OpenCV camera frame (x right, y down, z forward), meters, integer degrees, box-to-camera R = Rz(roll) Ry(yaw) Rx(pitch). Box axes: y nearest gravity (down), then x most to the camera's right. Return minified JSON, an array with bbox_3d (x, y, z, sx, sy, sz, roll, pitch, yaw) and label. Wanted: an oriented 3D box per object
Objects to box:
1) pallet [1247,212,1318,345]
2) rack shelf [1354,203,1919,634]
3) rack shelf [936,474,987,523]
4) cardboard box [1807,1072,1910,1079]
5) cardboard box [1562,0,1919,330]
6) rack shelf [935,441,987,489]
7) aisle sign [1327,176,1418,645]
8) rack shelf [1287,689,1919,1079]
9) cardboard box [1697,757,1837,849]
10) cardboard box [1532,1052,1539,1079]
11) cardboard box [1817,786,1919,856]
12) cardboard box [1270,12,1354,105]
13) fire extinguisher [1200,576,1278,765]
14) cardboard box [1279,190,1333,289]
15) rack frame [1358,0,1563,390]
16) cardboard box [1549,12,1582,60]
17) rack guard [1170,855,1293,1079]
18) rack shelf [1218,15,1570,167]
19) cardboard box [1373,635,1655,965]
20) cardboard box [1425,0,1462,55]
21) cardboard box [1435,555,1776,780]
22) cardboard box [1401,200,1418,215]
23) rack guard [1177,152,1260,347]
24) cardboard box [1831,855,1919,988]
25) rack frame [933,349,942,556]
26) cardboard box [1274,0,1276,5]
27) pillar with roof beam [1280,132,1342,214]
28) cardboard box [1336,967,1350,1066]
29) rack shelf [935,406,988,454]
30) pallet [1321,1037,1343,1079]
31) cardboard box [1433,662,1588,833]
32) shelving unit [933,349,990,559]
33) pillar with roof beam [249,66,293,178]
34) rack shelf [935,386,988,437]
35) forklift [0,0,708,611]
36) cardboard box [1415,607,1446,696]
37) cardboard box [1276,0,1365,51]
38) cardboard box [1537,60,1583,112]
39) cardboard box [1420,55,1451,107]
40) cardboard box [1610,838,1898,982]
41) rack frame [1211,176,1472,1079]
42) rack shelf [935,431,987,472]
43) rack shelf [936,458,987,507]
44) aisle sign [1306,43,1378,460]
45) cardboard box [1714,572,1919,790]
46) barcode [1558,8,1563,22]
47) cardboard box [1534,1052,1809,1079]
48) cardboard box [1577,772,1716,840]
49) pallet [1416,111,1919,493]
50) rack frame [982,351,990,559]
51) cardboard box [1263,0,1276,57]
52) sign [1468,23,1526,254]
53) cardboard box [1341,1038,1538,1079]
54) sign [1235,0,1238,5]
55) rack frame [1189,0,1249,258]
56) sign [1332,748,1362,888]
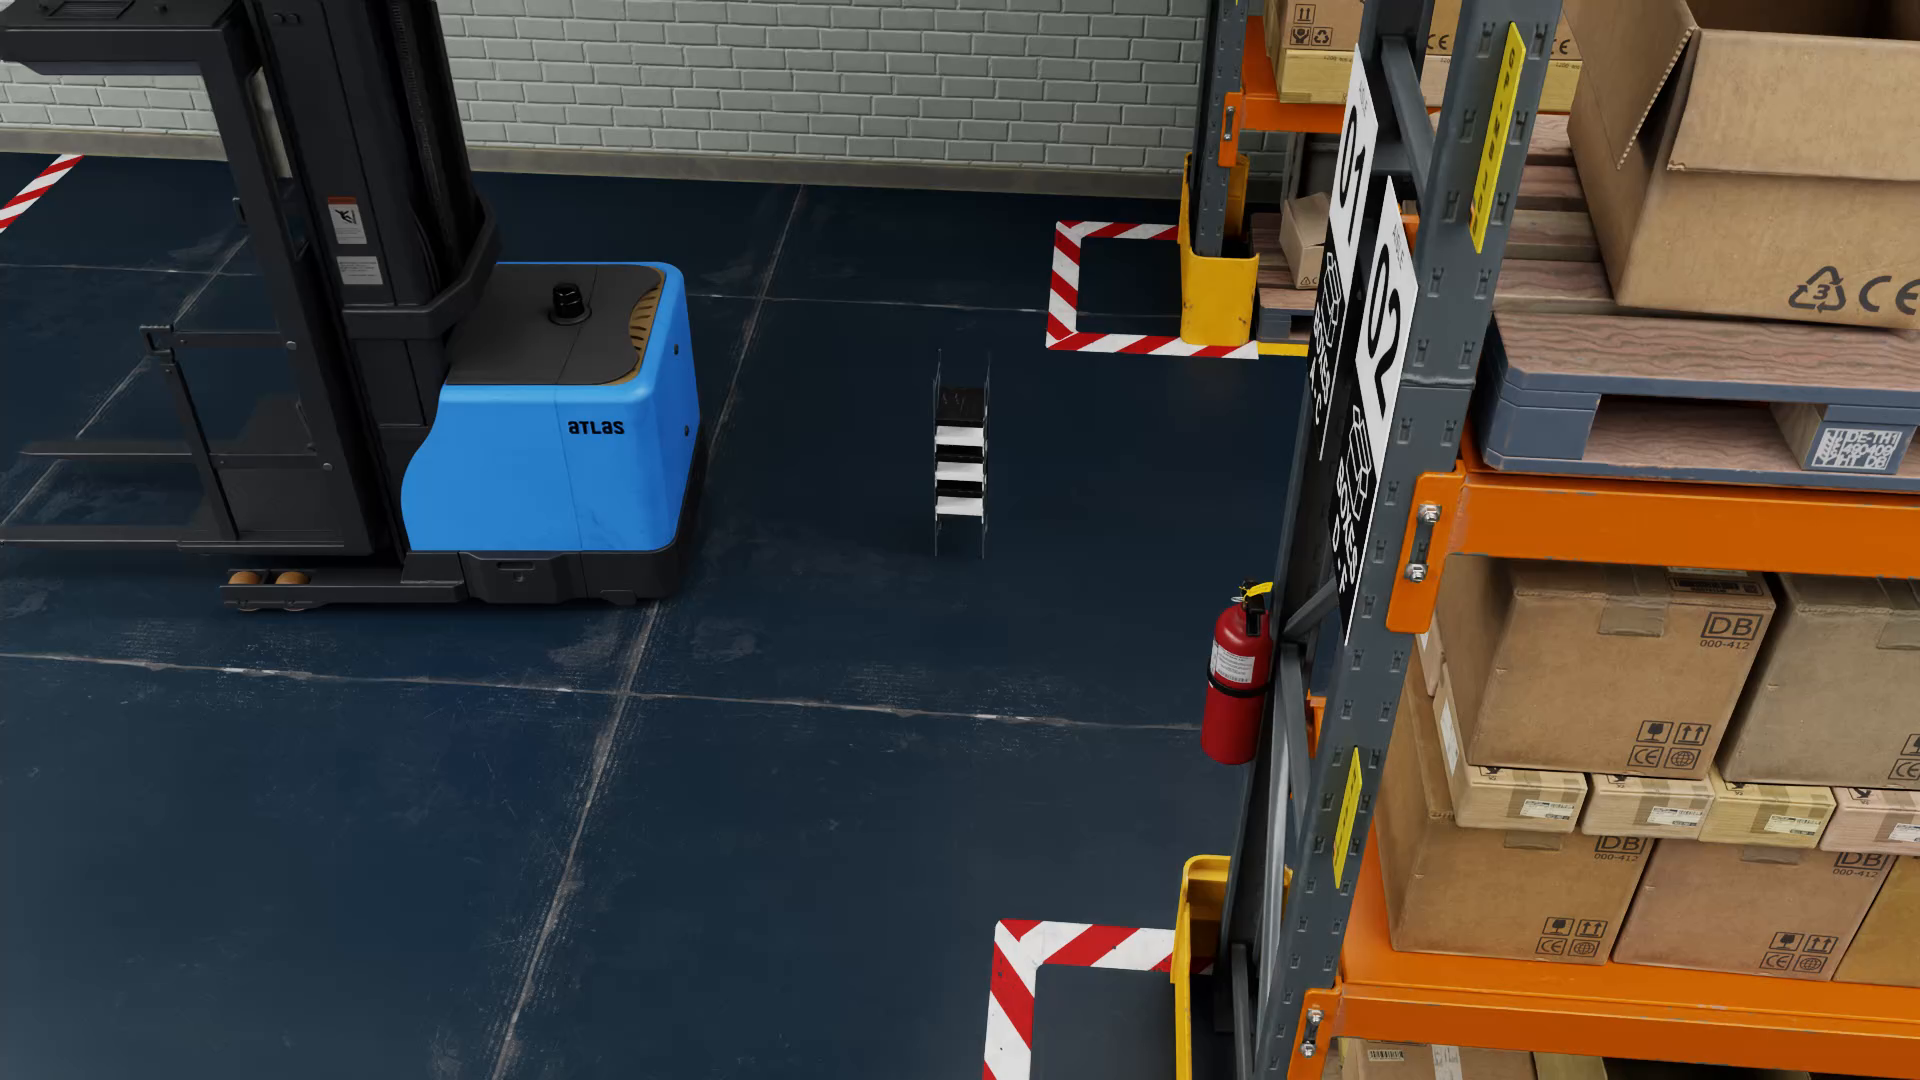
[{"bbox_3d":[2.155,-1.372,8.768,1.213,0.211,1.003,3,39,4],"label":"pallet"},{"bbox_3d":[2.841,-0.183,3.293,4.000,0.370,1.077,3,39,4],"label":"rack shelf"},{"bbox_3d":[0.008,-0.183,7.100,0.200,0.077,0.258,3,39,4],"label":"rack shelf"},{"bbox_3d":[2.362,1.419,4.382,0.500,0.500,0.500,3,39,4],"label":"cardboard box"},{"bbox_3d":[1.421,-0.795,2.949,0.637,0.503,0.797,6,39,7],"label":"cardboard box"},{"bbox_3d":[0.008,-0.323,6.986,0.200,0.077,0.258,3,39,4],"label":"rack shelf"},{"bbox_3d":[0.757,-0.227,3.094,0.004,0.787,0.394,3,39,4],"label":"aisle sign"},{"bbox_3d":[2.841,0.980,4.240,4.000,0.370,1.077,3,39,4],"label":"rack shelf"},{"bbox_3d":[1.733,0.486,3.684,0.250,0.149,0.380,3,39,4],"label":"cardboard box"},{"bbox_3d":[1.862,1.689,4.644,0.500,0.250,0.500,3,39,4],"label":"cardboard box"},{"bbox_3d":[1.984,0.501,3.666,0.250,0.149,0.380,3,39,3],"label":"cardboard box"},{"bbox_3d":[1.731,-2.247,7.738,0.500,0.250,0.500,2,39,3],"label":"cardboard box"},{"bbox_3d":[0.771,0.323,4.538,0.183,0.674,0.296,3,39,4],"label":"fire extinguisher"},{"bbox_3d":[1.954,-1.557,8.569,0.500,0.311,0.500,-1,39,-1],"label":"cardboard box"},{"bbox_3d":[0.849,-1.735,2.253,0.127,3.000,1.000,3,39,4],"label":"rack frame"},{"bbox_3d":[2.728,-2.484,7.434,0.500,0.500,0.500,2,39,2],"label":"cardboard box"},{"bbox_3d":[0.825,1.560,4.937,0.348,0.500,1.175,3,39,4],"label":"rack guard"},{"bbox_3d":[3.265,-2.136,8.068,4.000,0.370,1.077,3,39,4],"label":"rack shelf"},{"bbox_3d":[1.313,0.587,4.074,0.500,0.500,0.700,3,39,4],"label":"cardboard box"},{"bbox_3d":[2.214,-2.516,7.474,0.500,0.500,0.500,3,39,4],"label":"cardboard box"},{"bbox_3d":[1.366,0.086,3.661,0.500,0.500,0.700,3,39,4],"label":"cardboard box"},{"bbox_3d":[2.522,-1.526,8.530,0.500,0.311,0.500,6,40,8],"label":"cardboard box"},{"bbox_3d":[1.348,-1.550,8.758,0.348,0.500,1.175,3,39,4],"label":"rack guard"},{"bbox_3d":[2.331,0.643,4.005,0.500,0.500,0.700,3,39,4],"label":"cardboard box"},{"bbox_3d":[-0.093,-0.354,6.972,0.006,0.900,0.240,3,39,4],"label":"rack frame"},{"bbox_3d":[1.761,-2.872,7.911,0.500,0.500,0.500,3,39,3],"label":"cardboard box"},{"bbox_3d":[1.673,-2.649,3.376,0.400,9.000,9.100,3,39,4],"label":"pillar with roof beam"},{"bbox_3d":[1.409,1.339,5.075,0.500,0.250,0.500,3,39,4],"label":"cardboard box"},{"bbox_3d":[0.008,-0.462,6.873,0.200,0.077,0.258,3,39,4],"label":"rack shelf"},{"bbox_3d":[1.614,1.689,5.008,1.213,0.211,1.003,3,39,4],"label":"pallet"},{"bbox_3d":[1.221,0.458,3.718,0.250,0.149,0.380,3,39,4],"label":"cardboard box"},{"bbox_3d":[0.008,-0.349,6.965,0.210,0.900,0.258,3,39,4],"label":"shelving unit"},{"bbox_3d":[-4.304,-2.976,3.777,0.400,9.000,9.100,3,39,4],"label":"pillar with roof beam"},{"bbox_3d":[0.008,-0.532,6.816,0.200,0.077,0.258,3,39,4],"label":"rack shelf"},{"bbox_3d":[-2.663,-1.177,6.374,3.031,2.935,1.130,0,39,0],"label":"forklift"},{"bbox_3d":[1.246,0.203,4.032,0.250,0.149,0.380,3,39,3],"label":"cardboard box"},{"bbox_3d":[1.722,-2.549,7.515,0.500,0.500,0.500,3,39,4],"label":"cardboard box"},{"bbox_3d":[2.757,-2.196,7.675,0.500,0.250,0.500,3,39,3],"label":"cardboard box"},{"bbox_3d":[2.250,-2.228,7.714,0.500,0.250,0.500,2,39,2],"label":"cardboard box"},{"bbox_3d":[1.836,0.612,4.043,0.500,0.500,0.700,4,39,5],"label":"cardboard box"},{"bbox_3d":[0.849,0.592,4.147,0.127,3.000,1.000,3,39,4],"label":"rack frame"},{"bbox_3d":[0.008,-0.393,6.930,0.200,0.077,0.258,3,39,4],"label":"rack shelf"},{"bbox_3d":[0.008,-0.253,7.043,0.200,0.077,0.258,3,39,4],"label":"rack shelf"},{"bbox_3d":[0.809,-0.605,3.557,0.004,0.787,0.394,3,39,4],"label":"aisle sign"},{"bbox_3d":[1.890,0.112,3.630,0.500,0.500,0.700,2,39,3],"label":"cardboard box"},{"bbox_3d":[1.191,-1.083,3.369,0.075,0.075,0.001,3,39,4],"label":"barcode"},{"bbox_3d":[1.862,1.400,4.406,0.500,0.500,0.500,3,39,4],"label":"cardboard box"},{"bbox_3d":[1.485,0.471,3.702,0.250,0.149,0.380,2,39,3],"label":"cardboard box"},{"bbox_3d":[1.551,-0.482,3.160,1.213,0.211,1.003,3,39,4],"label":"pallet"},{"bbox_3d":[0.109,-0.343,6.959,0.006,0.900,0.240,3,39,4],"label":"rack frame"},{"bbox_3d":[1.755,-2.570,8.134,0.500,0.250,0.500,4,39,4],"label":"cardboard box"},{"bbox_3d":[0.795,-0.592,2.470,0.005,0.325,0.100,3,39,4],"label":"sign"},{"bbox_3d":[1.364,1.665,4.674,0.500,0.250,0.500,3,39,4],"label":"cardboard box"},{"bbox_3d":[1.226,-2.518,7.282,0.005,0.325,0.100,3,39,4],"label":"sign"},{"bbox_3d":[1.273,-2.524,7.974,0.127,3.000,1.000,3,39,4],"label":"rack frame"},{"bbox_3d":[0.795,0.574,3.420,0.005,0.325,0.100,3,39,4],"label":"sign"}]
